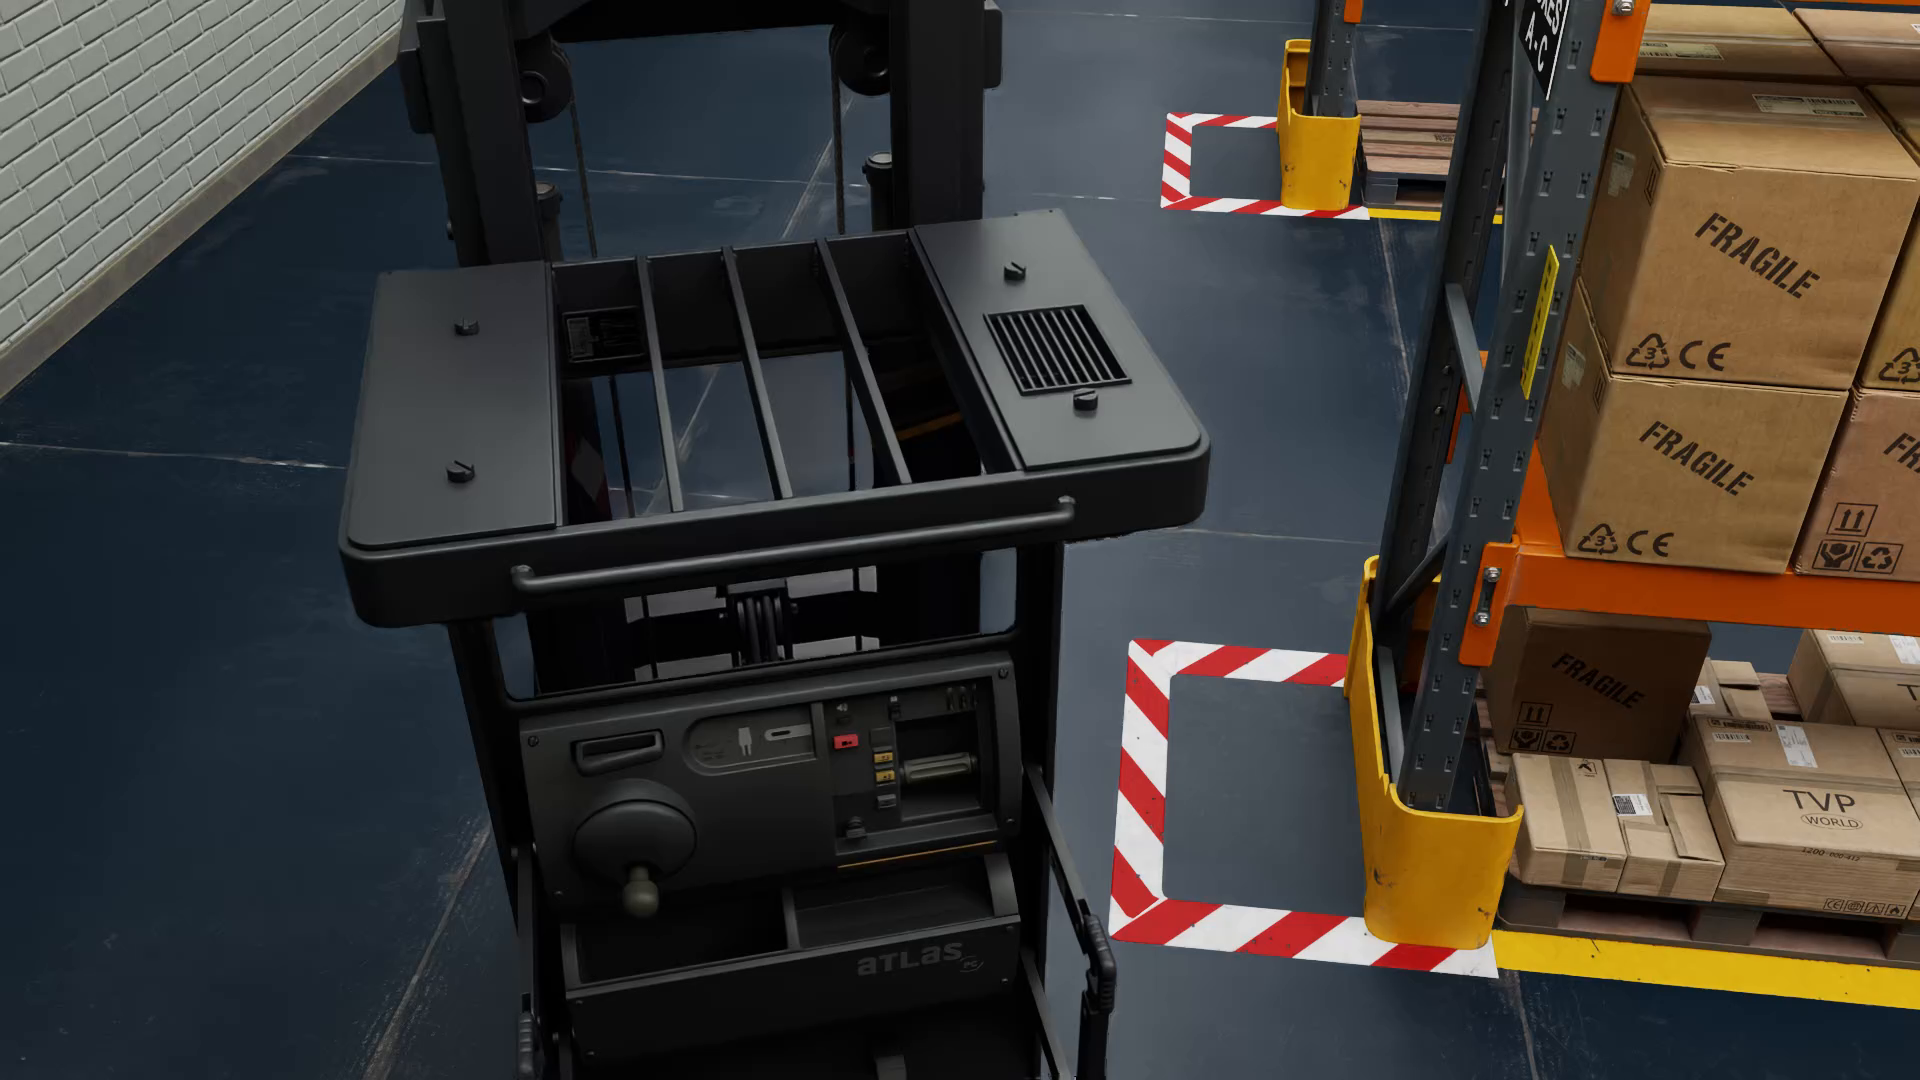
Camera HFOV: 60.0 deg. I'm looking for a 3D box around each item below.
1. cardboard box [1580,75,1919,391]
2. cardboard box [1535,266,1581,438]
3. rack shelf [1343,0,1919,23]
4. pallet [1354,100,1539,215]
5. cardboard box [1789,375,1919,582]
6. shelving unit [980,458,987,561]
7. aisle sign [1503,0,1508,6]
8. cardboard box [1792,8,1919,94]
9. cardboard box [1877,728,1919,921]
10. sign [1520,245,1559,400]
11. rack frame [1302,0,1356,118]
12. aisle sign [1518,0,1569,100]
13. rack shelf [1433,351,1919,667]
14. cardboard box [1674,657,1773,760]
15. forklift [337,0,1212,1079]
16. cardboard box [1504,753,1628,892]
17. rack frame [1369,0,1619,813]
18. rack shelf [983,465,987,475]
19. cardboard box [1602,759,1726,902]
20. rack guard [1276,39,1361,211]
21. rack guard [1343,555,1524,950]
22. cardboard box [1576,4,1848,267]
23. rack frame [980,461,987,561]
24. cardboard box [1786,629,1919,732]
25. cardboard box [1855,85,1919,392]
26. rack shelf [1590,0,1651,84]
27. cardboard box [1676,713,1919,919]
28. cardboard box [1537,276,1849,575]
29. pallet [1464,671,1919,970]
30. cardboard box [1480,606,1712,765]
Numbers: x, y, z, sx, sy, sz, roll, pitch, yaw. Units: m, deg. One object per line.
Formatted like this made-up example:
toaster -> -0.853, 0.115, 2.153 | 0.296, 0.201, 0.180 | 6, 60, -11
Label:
cardboard box -> 1.719, -0.689, 3.687 | 0.500, 0.500, 0.500 | 5, 36, 7
cardboard box -> 1.792, -0.591, 4.409 | 0.500, 0.500, 0.500 | 5, 36, 7
rack shelf -> 3.931, -2.839, 8.265 | 4.000, 0.370, 1.077 | 4, 36, 6
pallet -> 2.761, -2.062, 8.957 | 1.213, 0.211, 1.003 | 4, 36, 6
cardboard box -> 2.232, -0.247, 3.928 | 0.500, 0.500, 0.500 | 4, 36, 5
shelving unit -> -0.008, -0.367, 5.989 | 0.210, 0.900, 0.258 | 4, 36, 6
aisle sign -> 1.284, -1.666, 3.764 | 0.004, 0.787, 0.394 | 4, 36, 6
cardboard box -> 2.291, -0.962, 4.070 | 0.500, 0.500, 0.500 | 5, 36, 7
cardboard box -> 2.808, 0.792, 4.547 | 0.500, 0.250, 0.500 | 4, 36, 6
sign -> 1.244, -0.466, 3.575 | 0.005, 0.325, 0.100 | 4, 36, 6
rack frame -> 1.947, -3.280, 8.264 | 0.127, 3.000, 1.000 | 4, 36, 6
aisle sign -> 1.208, -1.320, 3.280 | 0.004, 0.787, 0.394 | 4, 36, 6
rack shelf -> 3.297, 0.015, 4.267 | 4.000, 0.370, 1.077 | 4, 36, 6
cardboard box -> 2.274, 0.528, 4.988 | 0.250, 0.166, 0.380 | 4, 36, 6
forklift -> -0.295, 0.531, 2.983 | 1.130, 2.935, 3.031 | -7, 36, -10
cardboard box -> 1.684, 0.784, 4.644 | 0.250, 0.149, 0.380 | 4, 36, 6
rack frame -> 1.313, -0.426, 4.265 | 0.127, 3.000, 1.000 | 4, 36, 6
rack shelf -> -0.008, -0.193, 6.113 | 0.200, 0.077, 0.258 | 4, 36, 6
cardboard box -> 1.932, 0.796, 4.613 | 0.250, 0.166, 0.380 | 4, 36, 6
rack guard -> 1.922, -2.257, 8.982 | 0.348, 0.500, 1.175 | 4, 36, 6
rack guard -> 1.388, 0.597, 4.983 | 0.348, 0.500, 1.175 | 4, 36, 6
cardboard box -> 1.789, -0.999, 4.121 | 0.500, 0.500, 0.500 | 4, 36, 6
rack frame -> 0.093, -0.359, 5.979 | 0.006, 0.900, 0.240 | 4, 36, 6
cardboard box -> 2.822, 0.500, 4.956 | 0.500, 0.250, 0.500 | 4, 36, 6
cardboard box -> 2.239, -0.655, 3.639 | 0.500, 0.500, 0.500 | 5, 36, 6
rack shelf -> 3.297, -1.206, 3.395 | 4.000, 0.370, 1.077 | 4, 36, 6
cardboard box -> 2.312, 0.755, 4.599 | 0.500, 0.250, 0.500 | 4, 36, 6
cardboard box -> 1.719, -0.282, 3.977 | 0.500, 0.500, 0.500 | 5, 36, 7
pallet -> 2.179, 0.773, 4.985 | 1.213, 0.211, 1.003 | 4, 36, 6
cardboard box -> 1.884, 0.311, 5.006 | 0.500, 0.500, 0.500 | 4, 36, 6
